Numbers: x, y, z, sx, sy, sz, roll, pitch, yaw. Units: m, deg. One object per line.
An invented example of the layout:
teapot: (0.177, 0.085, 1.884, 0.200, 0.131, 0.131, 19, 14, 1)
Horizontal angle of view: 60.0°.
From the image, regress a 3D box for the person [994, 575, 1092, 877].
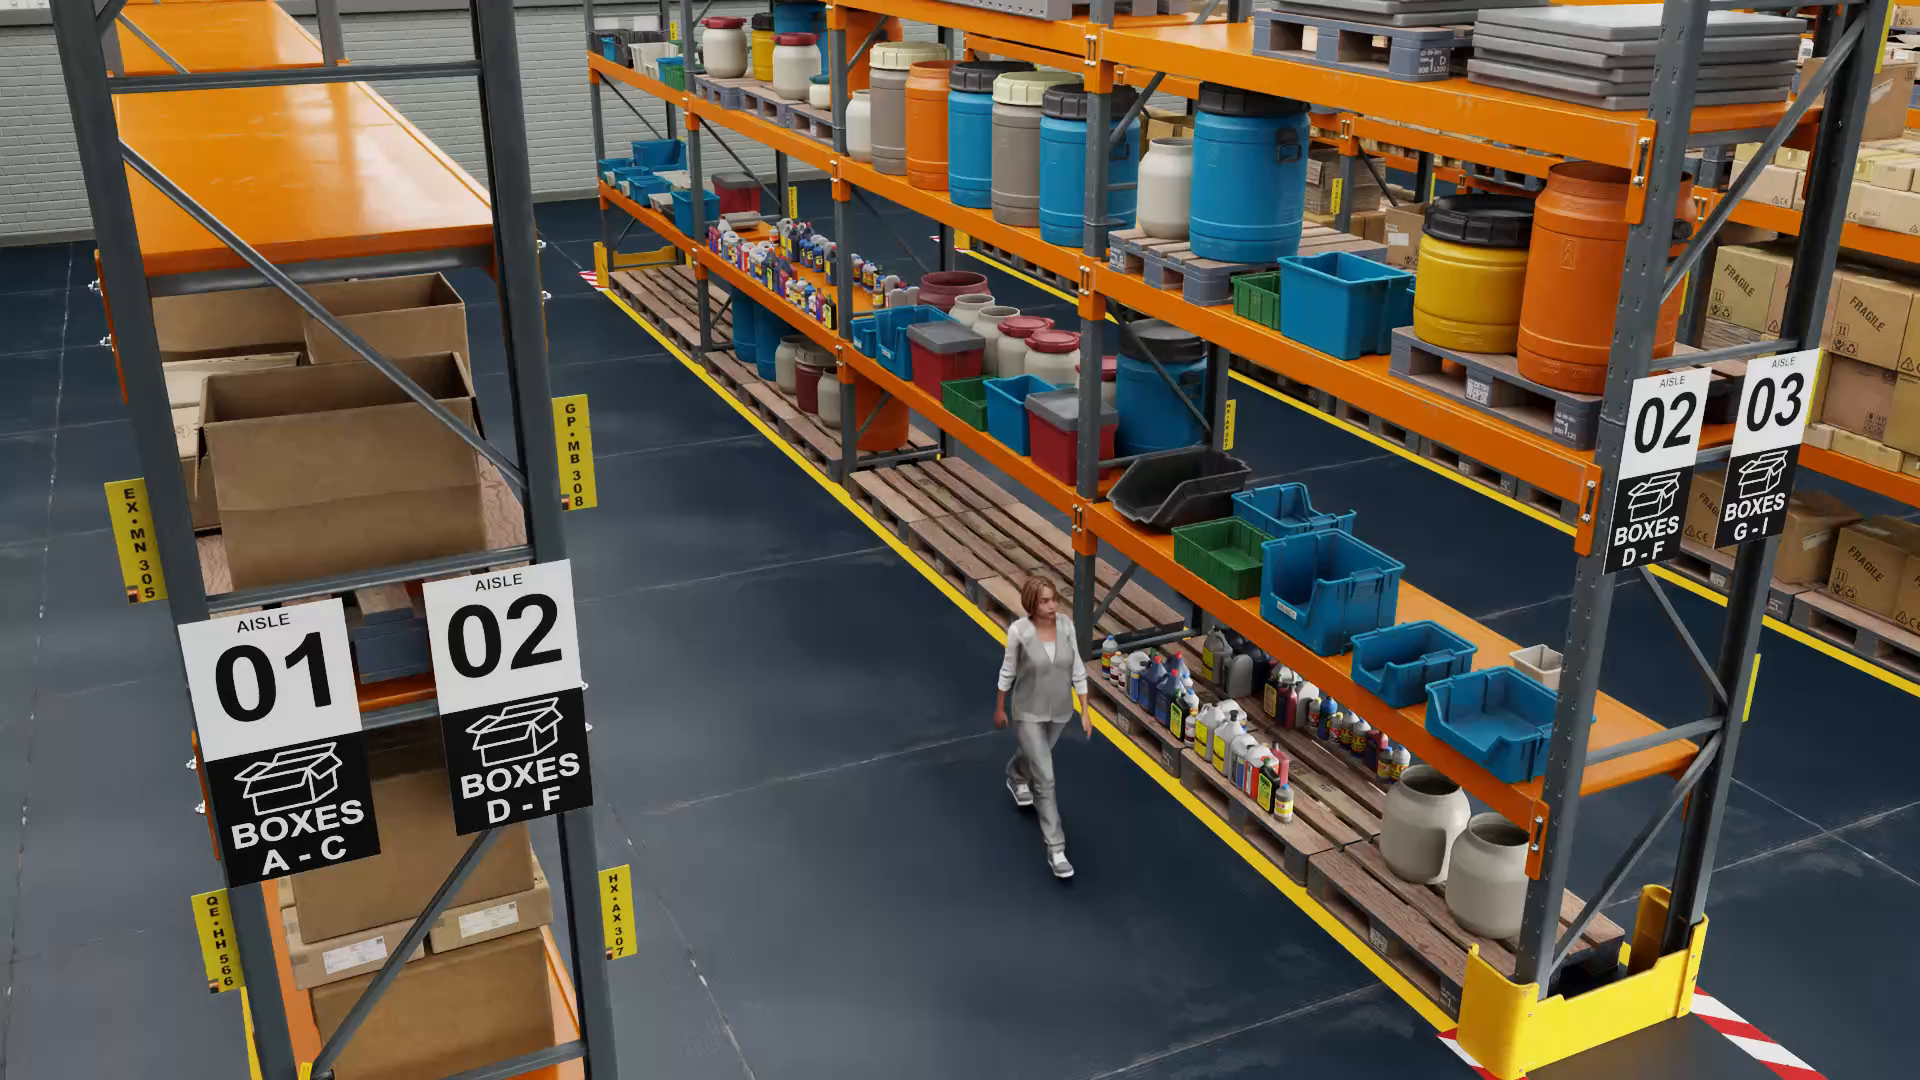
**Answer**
person: (0.448, 0.904, 8.810, 0.442, 1.537, 0.976, -9, 24, -22)
